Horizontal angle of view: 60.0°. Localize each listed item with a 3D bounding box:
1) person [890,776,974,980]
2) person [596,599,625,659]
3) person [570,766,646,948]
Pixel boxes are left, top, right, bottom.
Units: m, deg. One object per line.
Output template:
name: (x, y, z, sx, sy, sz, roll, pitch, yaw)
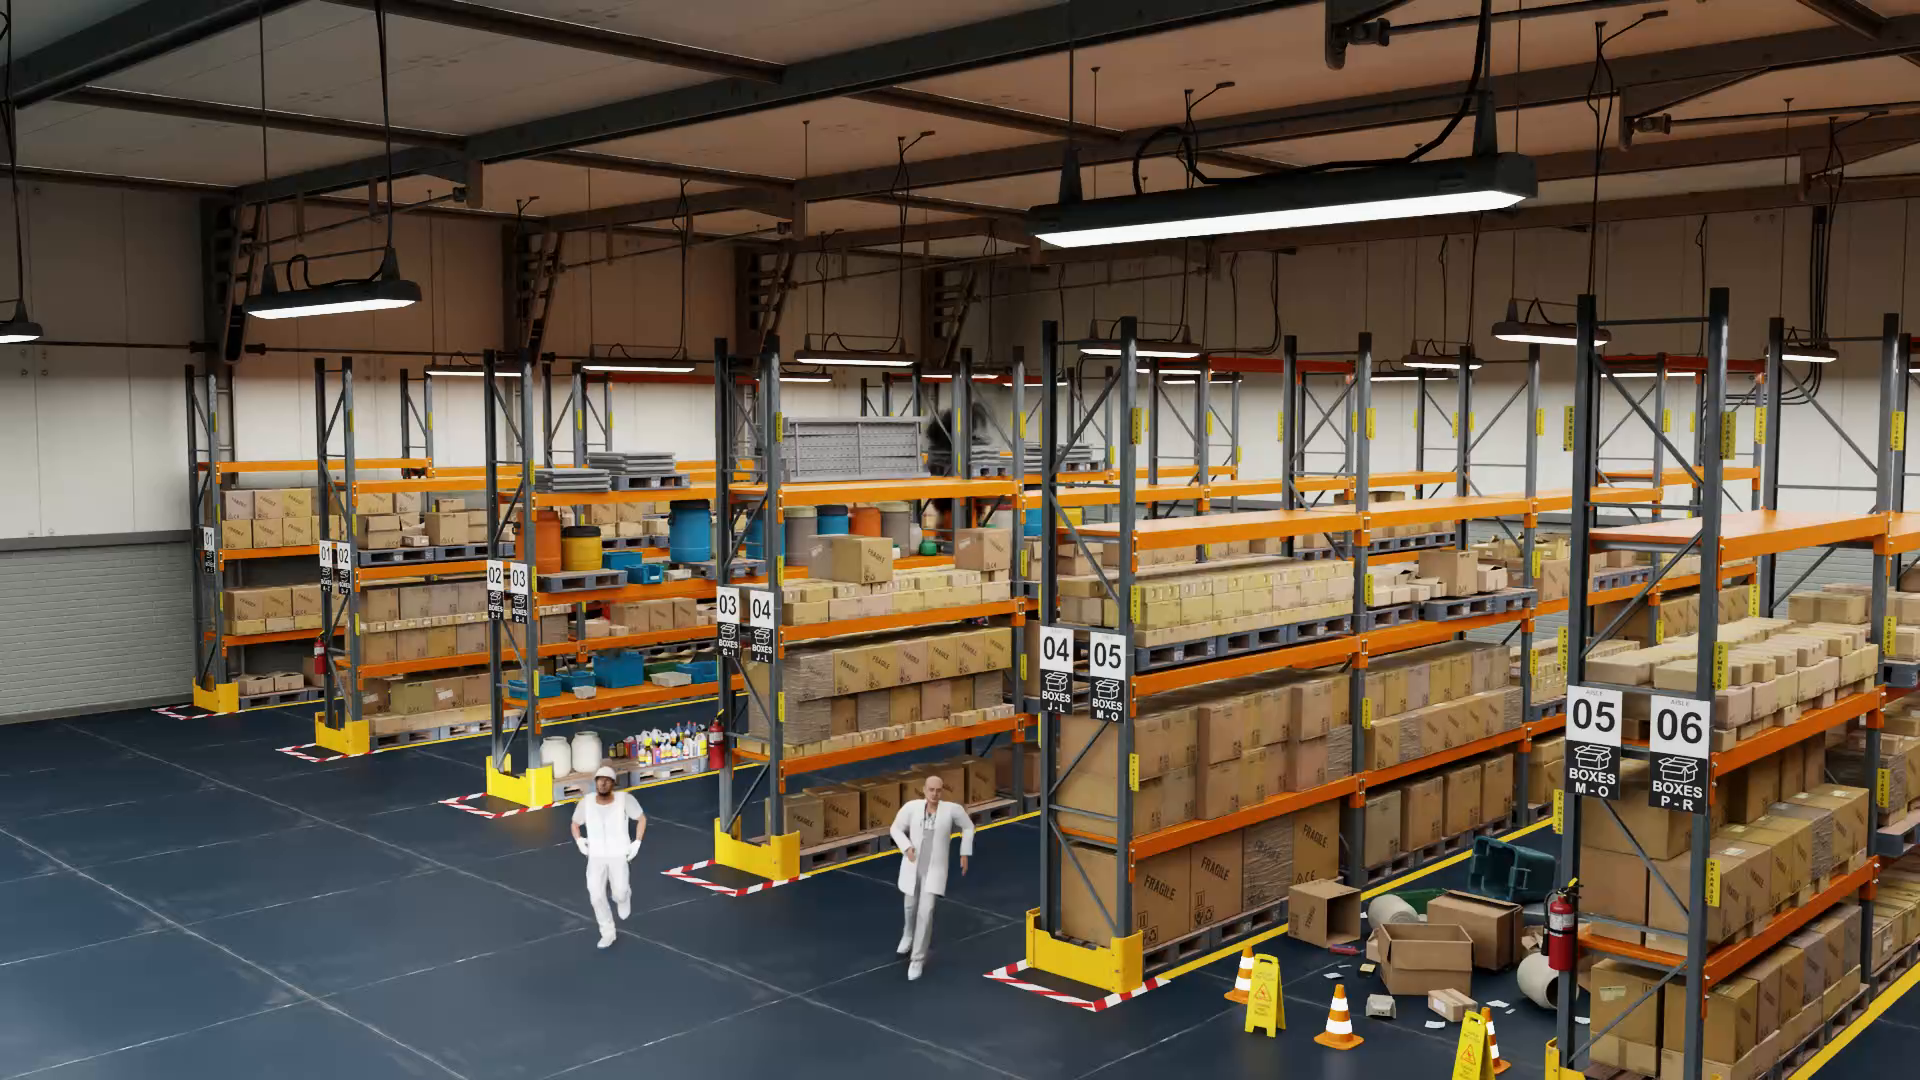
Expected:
person: (-0.275, 3.093, 15.524, 0.767, 1.819, 0.901, 1, 4, 9)
person: (-6.693, 1.857, 32.197, 0.686, 1.780, 0.876, 4, 6, 39)
person: (-3.436, 3.063, 16.239, 0.729, 1.736, 0.600, 0, 4, -5)
